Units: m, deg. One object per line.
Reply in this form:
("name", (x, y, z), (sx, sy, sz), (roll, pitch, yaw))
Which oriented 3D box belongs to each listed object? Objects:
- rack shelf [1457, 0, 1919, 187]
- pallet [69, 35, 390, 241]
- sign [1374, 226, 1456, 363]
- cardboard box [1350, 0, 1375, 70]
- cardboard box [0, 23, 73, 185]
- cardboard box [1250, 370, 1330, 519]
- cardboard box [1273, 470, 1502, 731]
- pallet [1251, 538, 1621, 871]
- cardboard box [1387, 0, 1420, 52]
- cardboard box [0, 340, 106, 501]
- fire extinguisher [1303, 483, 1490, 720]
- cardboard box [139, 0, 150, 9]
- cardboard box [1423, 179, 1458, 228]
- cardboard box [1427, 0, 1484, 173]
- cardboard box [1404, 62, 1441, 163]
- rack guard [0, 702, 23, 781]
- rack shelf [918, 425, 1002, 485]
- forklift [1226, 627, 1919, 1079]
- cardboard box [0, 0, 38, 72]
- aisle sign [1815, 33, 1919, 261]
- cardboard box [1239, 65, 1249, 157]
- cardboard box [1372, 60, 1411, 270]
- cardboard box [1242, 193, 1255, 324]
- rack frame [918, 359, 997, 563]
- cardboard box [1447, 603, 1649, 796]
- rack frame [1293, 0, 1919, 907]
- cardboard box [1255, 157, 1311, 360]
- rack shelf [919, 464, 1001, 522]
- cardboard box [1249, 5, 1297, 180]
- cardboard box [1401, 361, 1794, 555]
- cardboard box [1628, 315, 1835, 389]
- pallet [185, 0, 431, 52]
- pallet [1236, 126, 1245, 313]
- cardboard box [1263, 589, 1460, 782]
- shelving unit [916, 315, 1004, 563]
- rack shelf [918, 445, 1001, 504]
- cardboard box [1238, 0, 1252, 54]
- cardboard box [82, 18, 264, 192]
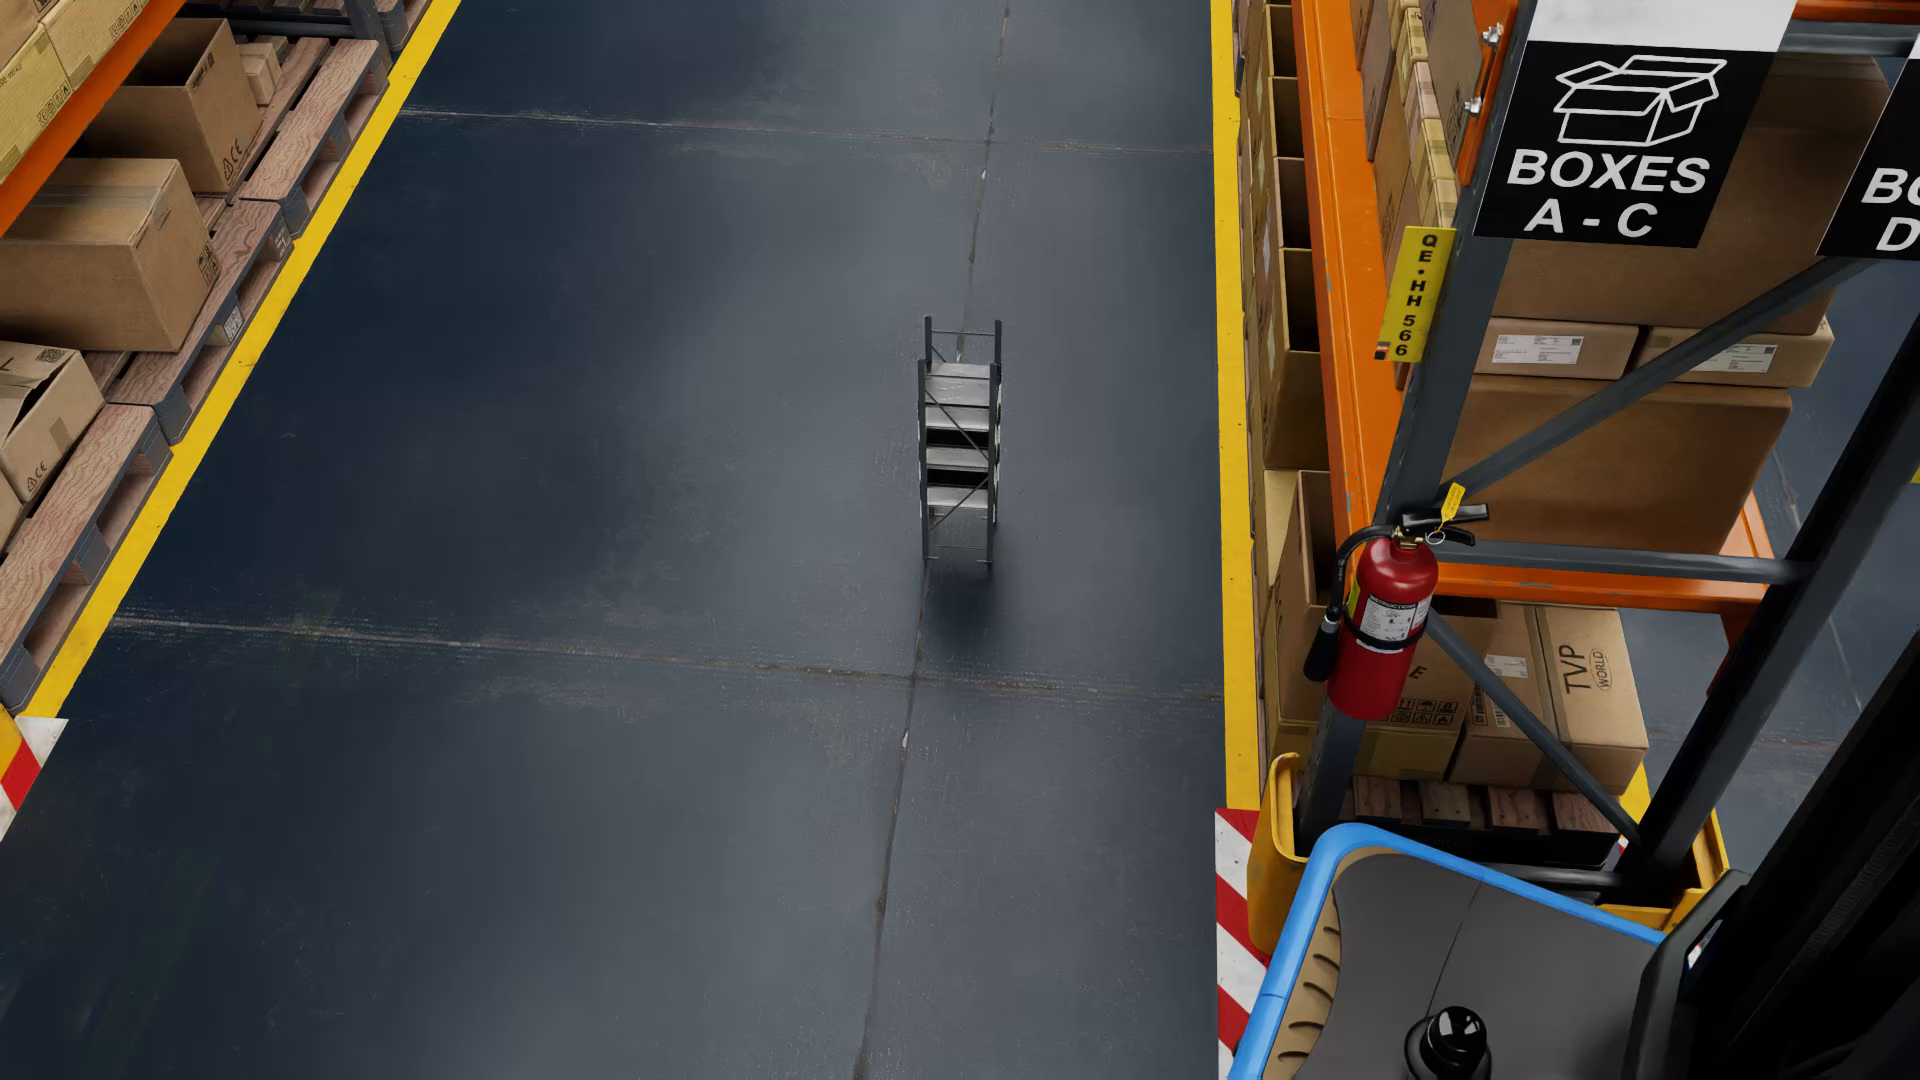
("rack shelf", (1.597, -2.190, 4.175), (1.077, 0.370, 4.000), (4, 48, 4))
("pallet", (-3.180, -1.783, 7.238), (1.003, 0.211, 1.213), (4, 48, 4))
("sign", (0.876, -0.468, 3.200), (0.100, 0.325, 0.005), (4, 48, 4))
("cardboard box", (1.654, -1.841, 5.333), (0.700, 0.500, 0.500), (5, 48, 4))
("cardboard box", (-3.072, -1.331, 5.022), (0.500, 0.250, 0.500), (3, 48, 3))
("cardboard box", (1.247, -0.314, 5.583), (0.500, 0.250, 0.500), (4, 48, 4))
("cardboard box", (1.168, 0.169, 4.634), (0.500, 0.500, 0.500), (4, 48, 4))
("pallet", (1.443, 0.426, 5.217), (1.003, 0.211, 1.213), (4, 48, 4))
("cardboard box", (1.377, -1.448, 4.534), (0.380, 0.149, 0.250), (5, 48, 5))
("cardboard box", (-3.314, -0.443, 5.647), (0.500, 0.311, 0.500), (7, 48, 7))
("fire extinguisher", (0.942, 0.131, 3.650), (0.296, 0.674, 0.183), (4, 48, 4))
("cardboard box", (-2.979, -2.072, 5.700), (0.500, 0.250, 0.500), (4, 48, 3))
("cardboard box", (1.283, -0.689, 3.840), (0.380, 0.149, 0.250), (5, 48, 5))
("cardboard box", (1.518, -1.190, 3.859), (0.700, 0.500, 0.500), (3, 48, 3))
("cardboard box", (1.331, -1.062, 4.181), (0.380, 0.149, 0.250), (4, 48, 4))
("rack guard", (-3.511, 0.507, 4.948), (1.175, 0.500, 0.348), (4, 48, 4))
("rack shelf", (0.001, -0.287, 5.448), (0.258, 0.077, 0.200), (4, 48, 4))
("forklift", (1.983, 1.133, 2.727), (3.031, 2.935, 1.130), (19, 50, 17))
("cardboard box", (-3.067, -1.562, 4.726), (0.500, 0.500, 0.500), (2, 48, 2))
("aisle sign", (1.714, -0.759, 2.650), (0.394, 0.787, 0.004), (4, 48, 4))
("cardboard box", (1.436, -1.783, 6.927), (0.500, 0.250, 0.500), (4, 48, 4))
("cardboard box", (1.565, -1.077, 4.635), (0.700, 0.500, 0.500), (4, 48, 4))
("cardboard box", (1.334, -1.049, 6.255), (0.500, 0.250, 0.500), (4, 48, 4))
("rack frame", (-0.009, -0.235, 5.355), (0.240, 0.900, 0.006), (4, 48, 4))
("cardboard box", (1.686, 0.457, 4.878), (0.500, 0.250, 0.500), (4, 48, 4))
("rack frame", (1.415, 0.050, 3.672), (1.000, 3.000, 0.127), (4, 48, 4))
("cardboard box", (1.291, -0.935, 5.643), (0.500, 0.500, 0.500), (4, 48, 4))
("rack shelf", (0.001, -0.166, 5.581), (0.258, 0.077, 0.200), (4, 48, 4))
("cardboard box", (1.388, -1.669, 6.314), (0.500, 0.500, 0.500), (4, 48, 4))
("cardboard box", (1.470, -0.326, 3.948), (0.700, 0.500, 0.500), (4, 48, 4))
("cardboard box", (1.665, -0.477, 3.646), (0.380, 0.149, 0.250), (4, 48, 3))
("pallet", (-3.084, -2.851, 8.215), (1.003, 0.211, 1.213), (4, 48, 4))
("pallet", (1.666, -1.367, 6.857), (1.003, 0.211, 1.213), (4, 48, 4))
("cardboard box", (1.170, 0.422, 4.910), (0.500, 0.250, 0.500), (4, 48, 4))
("shelving unit", (0.001, -0.310, 5.423), (0.258, 0.900, 0.210), (4, 48, 4))
("rack shelf", (0.001, -0.226, 5.514), (0.258, 0.077, 0.200), (4, 48, 4))
("cardboard box", (1.529, -2.428, 7.516), (0.500, 0.250, 0.500), (3, 48, 3))
("cardboard box", (-3.208, -1.760, 6.722), (0.500, 0.500, 0.500), (1, 48, 1))
